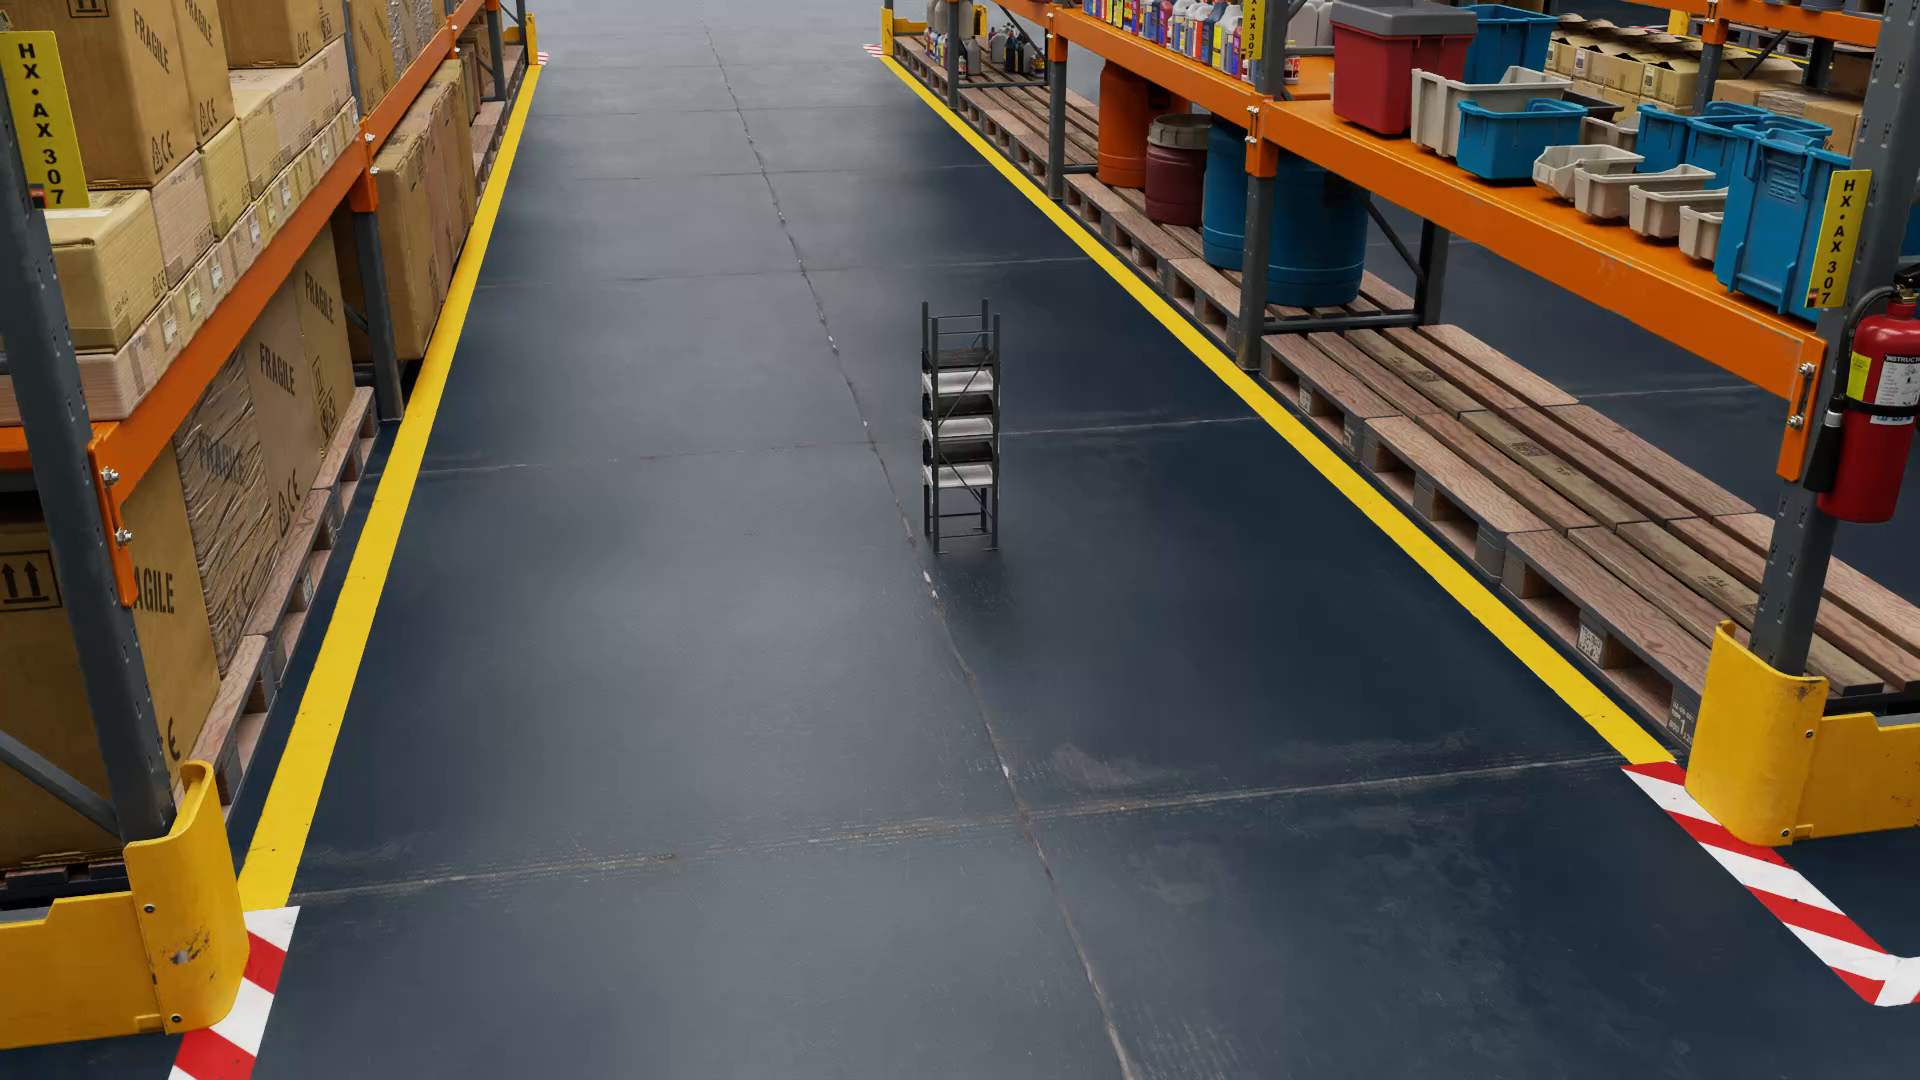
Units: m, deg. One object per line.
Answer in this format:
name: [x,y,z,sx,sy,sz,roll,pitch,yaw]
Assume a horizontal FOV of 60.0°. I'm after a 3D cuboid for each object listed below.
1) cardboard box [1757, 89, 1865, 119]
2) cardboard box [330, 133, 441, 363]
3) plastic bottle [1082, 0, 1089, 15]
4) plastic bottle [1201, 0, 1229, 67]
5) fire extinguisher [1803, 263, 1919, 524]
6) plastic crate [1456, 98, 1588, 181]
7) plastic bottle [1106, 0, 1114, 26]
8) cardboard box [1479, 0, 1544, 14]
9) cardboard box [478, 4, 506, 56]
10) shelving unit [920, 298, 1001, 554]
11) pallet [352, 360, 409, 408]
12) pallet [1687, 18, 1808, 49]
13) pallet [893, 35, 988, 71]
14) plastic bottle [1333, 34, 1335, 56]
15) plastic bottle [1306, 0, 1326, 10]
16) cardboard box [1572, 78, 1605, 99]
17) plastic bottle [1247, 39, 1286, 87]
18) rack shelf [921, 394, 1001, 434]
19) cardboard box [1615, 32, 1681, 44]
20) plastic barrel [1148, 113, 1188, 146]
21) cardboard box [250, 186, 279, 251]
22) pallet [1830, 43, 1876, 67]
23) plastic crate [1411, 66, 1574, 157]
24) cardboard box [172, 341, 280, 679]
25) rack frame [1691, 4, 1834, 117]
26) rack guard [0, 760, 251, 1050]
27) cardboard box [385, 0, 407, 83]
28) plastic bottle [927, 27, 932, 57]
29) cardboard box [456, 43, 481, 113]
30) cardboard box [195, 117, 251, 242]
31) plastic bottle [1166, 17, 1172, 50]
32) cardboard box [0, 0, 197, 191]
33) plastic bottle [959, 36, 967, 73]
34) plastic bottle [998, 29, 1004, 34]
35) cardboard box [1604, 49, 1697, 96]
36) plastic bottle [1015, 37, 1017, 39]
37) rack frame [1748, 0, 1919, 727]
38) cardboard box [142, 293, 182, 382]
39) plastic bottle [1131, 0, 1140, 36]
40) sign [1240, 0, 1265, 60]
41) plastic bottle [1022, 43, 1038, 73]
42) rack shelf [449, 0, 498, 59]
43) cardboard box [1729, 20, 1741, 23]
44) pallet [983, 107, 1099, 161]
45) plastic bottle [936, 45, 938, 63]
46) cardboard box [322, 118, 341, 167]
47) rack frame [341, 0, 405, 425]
cardboard box: [5.899,-2.840,11.579,0.500,0.500,0.500,-5,24,-12]
cardboard box: [-3.141,-1.354,7.733,1.225,0.875,0.875,-4,24,-10]
plastic bottle: [0.888,-3.574,10.840,0.152,0.276,0.135,-4,24,-10]
plastic bottle: [1.339,-2.639,8.606,0.144,0.351,0.185,-4,24,-10]
fire extinguisher: [2.186,-0.379,3.932,0.296,0.674,0.183,-4,24,-10]
plastic crate: [1.973,-1.418,5.883,0.416,0.233,0.300,-4,24,-10]
plastic bottle: [0.953,-3.339,10.294,0.061,0.283,0.133,-4,24,-10]
cardboard box: [5.476,-5.245,16.485,0.500,0.500,0.500,-4,24,-10]
cardboard box: [-4.978,-5.173,16.944,0.500,0.500,0.500,2,24,4]
shelving unit: [0.001,-0.409,6.063,0.258,0.900,0.210,-4,24,-10]
pallet: [-3.219,-0.905,8.059,1.003,0.211,1.213,-4,24,-10]
pallet: [9.512,-6.075,19.896,1.003,0.211,1.213,-4,24,-10]
pallet: [-0.149,-5.347,18.230,1.003,0.211,1.213,-4,24,-10]
plastic bottle: [2.052,-2.723,8.883,0.061,0.283,0.133,-4,24,-10]
plastic bottle: [1.940,-2.860,9.207,0.152,0.276,0.135,-4,24,-10]
cardboard box: [5.468,-3.712,13.912,0.500,0.250,0.500,-4,24,-9]
plastic bottle: [1.474,-2.326,7.983,0.152,0.276,0.135,-4,24,-10]
rack shelf: [0.001,-0.461,6.040,0.258,0.077,0.200,-4,24,-10]
cardboard box: [5.892,-4.216,14.366,0.500,0.311,0.500,-5,24,-10]
plastic barrel: [1.425,-2.471,10.743,0.421,0.512,0.421,0,24,0]
cardboard box: [-2.290,-0.966,5.027,0.380,0.149,0.250,-5,24,-11]
pallet: [9.963,-5.115,17.698,1.003,0.211,1.213,-4,24,-10]
plastic crate: [1.966,-1.611,6.263,0.437,0.282,0.530,-4,24,-10]
cardboard box: [-2.628,-0.134,4.939,0.875,0.875,0.875,-4,24,-10]
rack frame: [5.994,-4.190,12.096,1.000,3.000,0.127,-4,24,-10]
rack guard: [-2.259,0.843,3.695,1.175,0.500,0.348,-4,24,-10]
cardboard box: [-3.028,-2.525,8.158,0.500,0.500,0.500,-5,24,-11]
plastic bottle: [-0.301,-5.102,17.028,0.061,0.283,0.133,-4,24,-9]
cardboard box: [-4.390,-3.845,13.879,0.700,0.500,0.500,-6,24,-14]
cardboard box: [-2.278,-0.990,4.585,0.500,0.250,0.500,-5,24,-12]
plastic bottle: [1.197,-2.821,9.211,0.097,0.201,0.097,0,24,0]
cardboard box: [-2.179,-1.128,3.965,0.500,0.500,0.500,-5,24,-11]
plastic bottle: [-0.017,-4.618,15.836,0.144,0.351,0.185,-5,24,-11]
plastic bottle: [0.462,-5.079,16.986,0.152,0.276,0.135,-5,24,-11]
cardboard box: [5.552,-3.771,13.347,0.500,0.311,0.500,-5,24,-11]
plastic bottle: [0.545,-4.827,16.414,0.097,0.271,0.097,0,24,0]
rack frame: [2.604,-0.678,4.055,1.000,3.000,0.127,-4,24,-10]
cardboard box: [-2.053,-0.461,3.873,0.380,0.149,0.250,-5,24,-11]
plastic bottle: [1.056,-3.119,9.791,0.061,0.283,0.133,-4,24,-10]
sign: [1.324,-2.338,7.511,0.100,0.325,0.005,-4,24,-10]
plastic bottle: [0.671,-4.635,15.967,0.152,0.276,0.135,-3,24,-8]
rack shelf: [-4.112,-3.915,12.366,1.077,0.370,4.000,-4,24,-10]
cardboard box: [9.422,-6.395,19.955,0.500,0.311,0.500,-7,25,-16]
pallet: [0.798,-3.334,13.619,1.003,0.211,1.213,-4,24,-10]
plastic bottle: [-0.187,-4.861,16.578,0.097,0.201,0.097,0,24,0]
cardboard box: [-2.529,-1.472,6.186,0.380,0.149,0.250,-5,24,-11]
rack frame: [-3.003,-1.885,6.818,1.000,3.000,0.127,-4,24,-10]
